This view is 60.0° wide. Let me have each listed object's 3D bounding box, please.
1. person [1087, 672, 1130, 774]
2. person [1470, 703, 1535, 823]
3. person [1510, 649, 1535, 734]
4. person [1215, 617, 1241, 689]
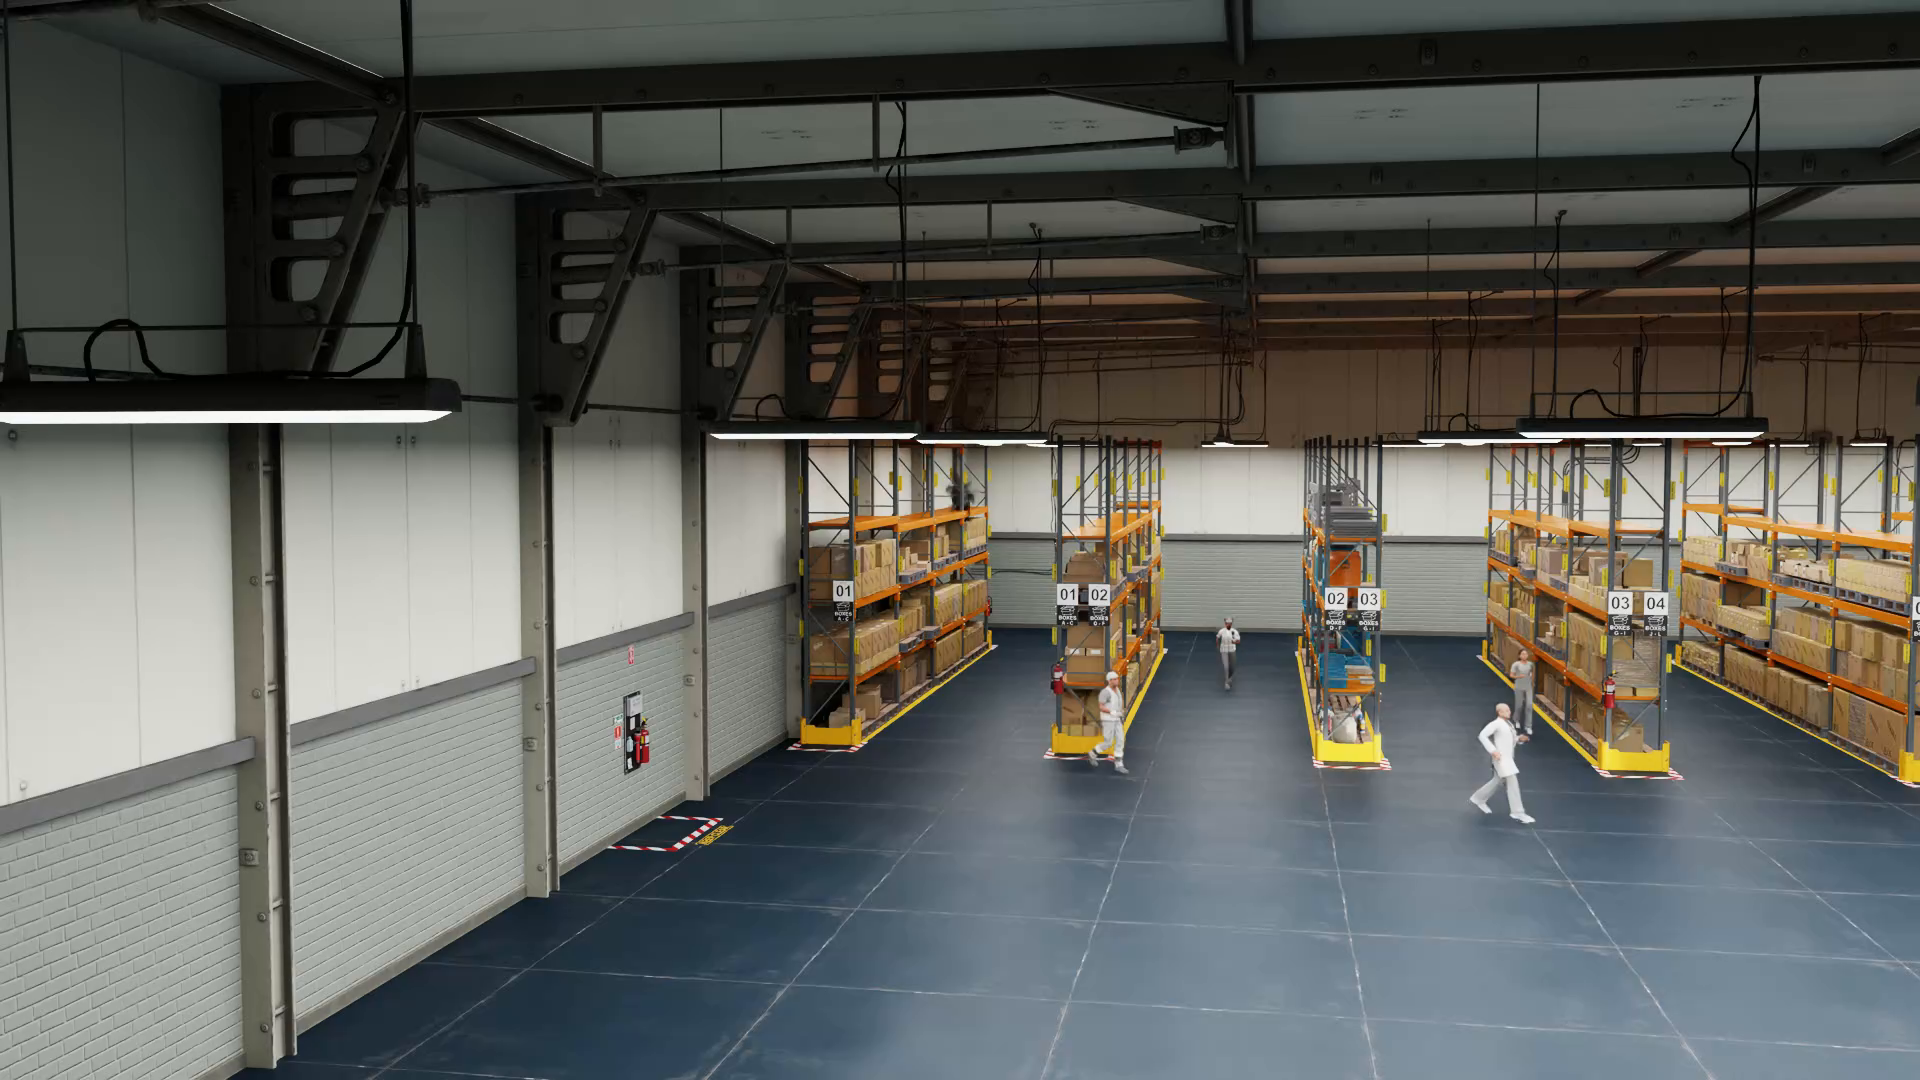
[{"bbox_3d":[2.669,3.232,29.605,0.845,1.794,0.686,2,4,39],"label":"person"},{"bbox_3d":[8.391,3.412,25.702,1.042,1.784,0.695,2,4,34],"label":"person"},{"bbox_3d":[11.409,3.035,33.681,0.561,1.681,0.862,0,3,4],"label":"person"},{"bbox_3d":[6.451,2.692,39.992,0.575,1.684,0.921,0,3,2],"label":"person"}]
